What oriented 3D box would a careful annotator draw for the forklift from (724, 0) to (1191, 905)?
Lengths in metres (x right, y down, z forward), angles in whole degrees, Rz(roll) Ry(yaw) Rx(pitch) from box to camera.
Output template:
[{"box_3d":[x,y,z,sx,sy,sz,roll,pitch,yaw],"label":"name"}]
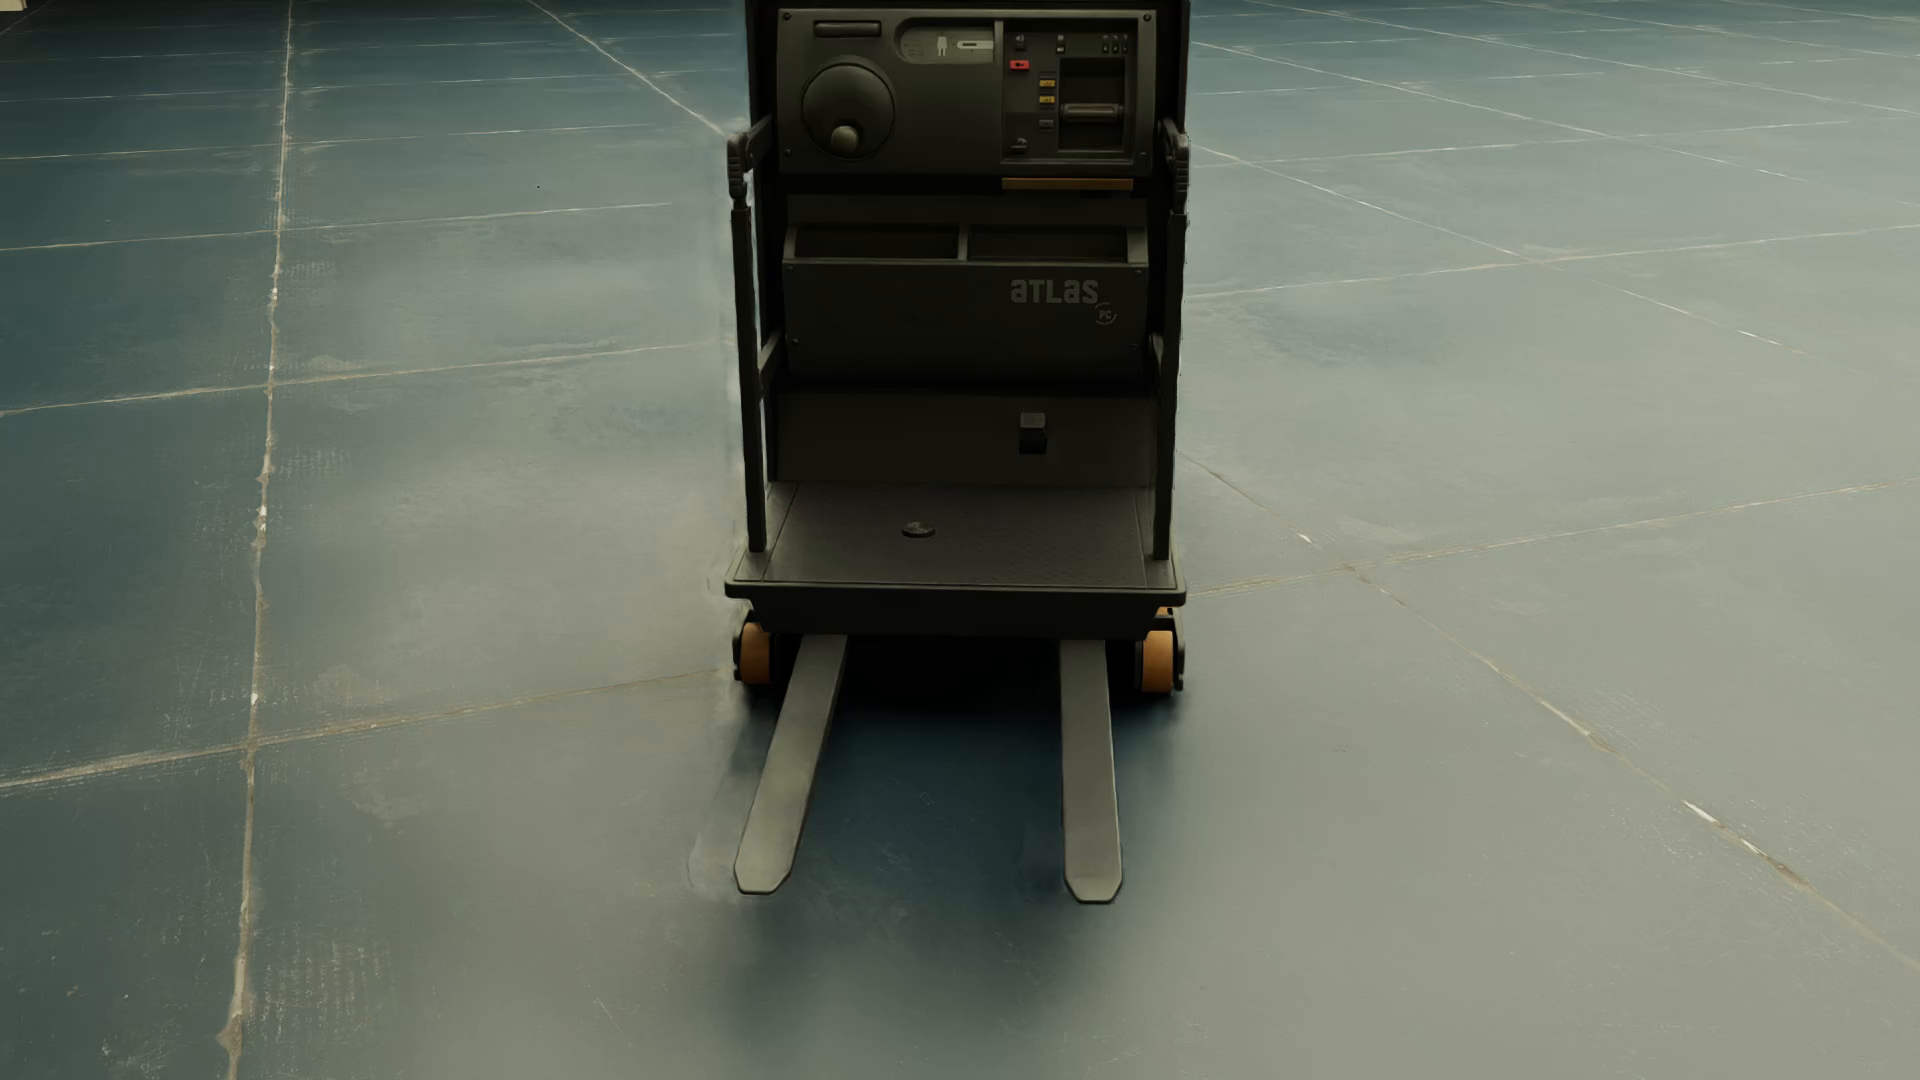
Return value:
[{"box_3d":[0.006,-1.092,3.894,1.130,2.935,3.031,1,23,2],"label":"forklift"}]
